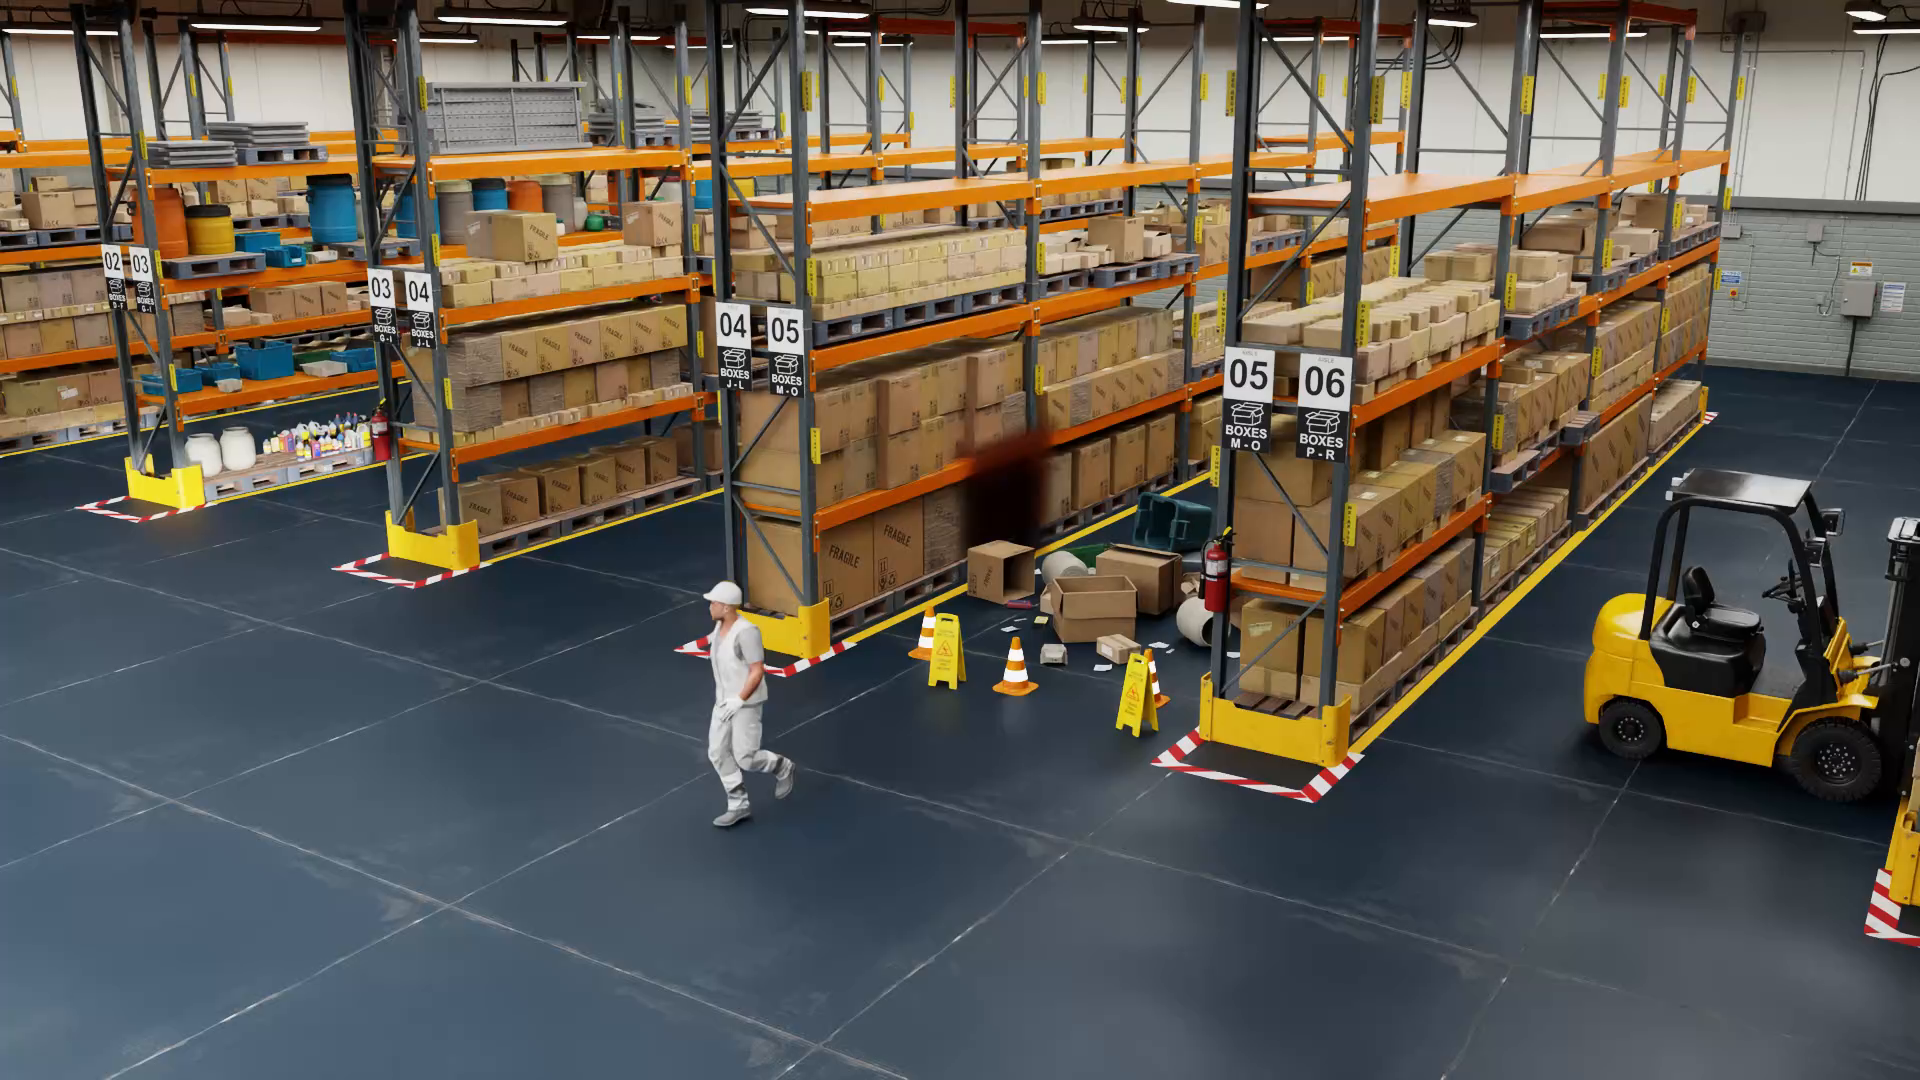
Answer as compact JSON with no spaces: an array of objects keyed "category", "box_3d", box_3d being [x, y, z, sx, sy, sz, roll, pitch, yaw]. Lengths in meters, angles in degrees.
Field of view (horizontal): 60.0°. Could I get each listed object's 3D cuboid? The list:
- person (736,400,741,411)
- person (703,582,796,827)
[{"category":"person","box_3d":[-3.422,-2.427,24.845,0.661,1.670,0.688,13,20,40]},{"category":"person","box_3d":[-1.536,1.134,11.889,0.687,1.754,0.574,-14,21,-41]}]
